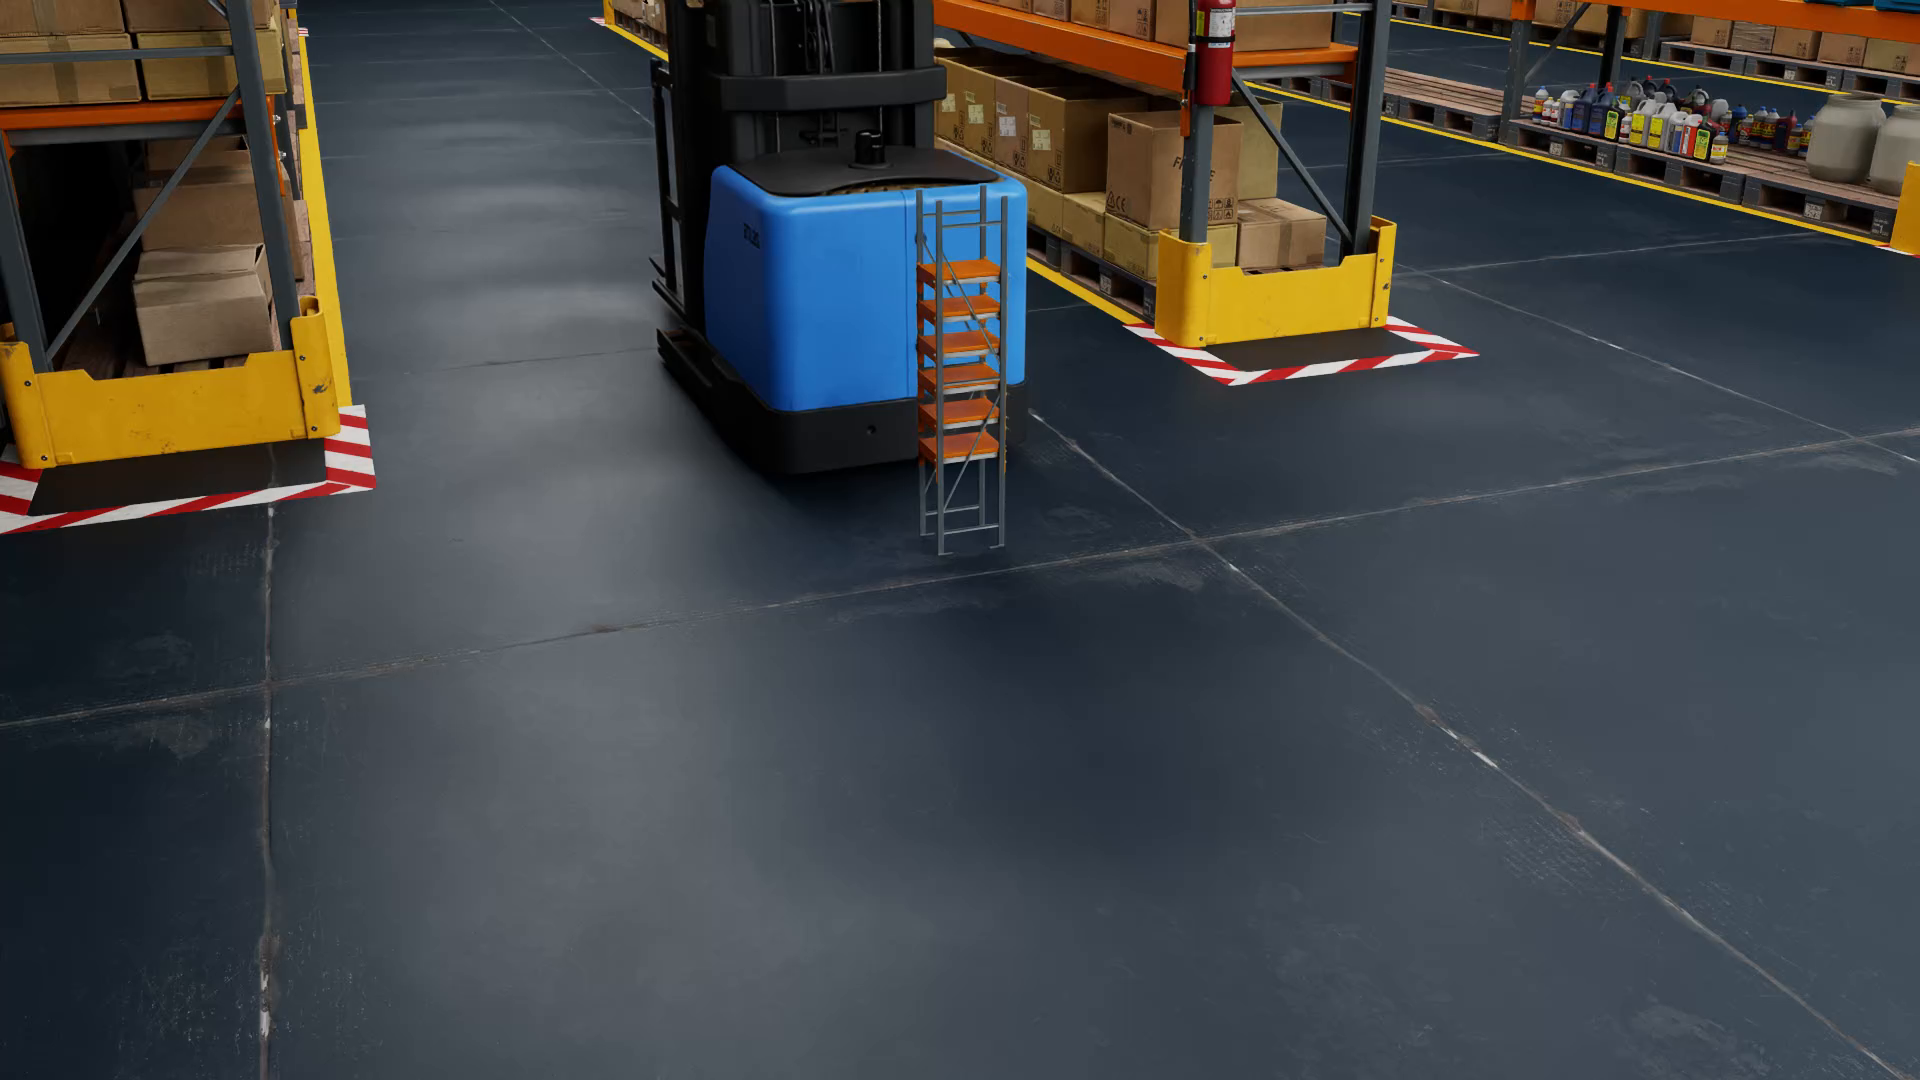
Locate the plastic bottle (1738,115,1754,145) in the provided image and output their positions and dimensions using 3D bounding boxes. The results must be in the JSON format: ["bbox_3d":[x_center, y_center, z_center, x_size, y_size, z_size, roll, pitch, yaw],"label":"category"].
[{"bbox_3d":[5.631,-2.933,11.883,0.097,0.201,0.097,0,23,0],"label":"plastic bottle"}]

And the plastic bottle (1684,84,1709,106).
[{"bbox_3d":[5.437,-3.175,12.266,0.144,0.351,0.185,-8,24,-19],"label":"plastic bottle"}]

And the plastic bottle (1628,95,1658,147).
[{"bbox_3d":[4.872,-2.983,11.811,0.144,0.351,0.185,-9,24,-19],"label":"plastic bottle"}]

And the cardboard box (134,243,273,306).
[{"bbox_3d":[-3.459,-1.197,7.622,0.500,0.311,0.500,-6,24,-15],"label":"cardboard box"}]

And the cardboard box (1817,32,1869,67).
[{"bbox_3d":[8.846,-4.910,16.190,0.700,0.500,0.500,-11,25,-24],"label":"cardboard box"}]

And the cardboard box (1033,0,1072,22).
[{"bbox_3d":[0.834,-3.223,9.405,0.700,0.500,0.500,-8,24,-17],"label":"cardboard box"}]

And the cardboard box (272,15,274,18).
[{"bbox_3d":[-3.169,-2.110,7.061,0.500,0.250,0.500,-9,25,-21],"label":"cardboard box"}]

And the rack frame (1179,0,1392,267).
[{"bbox_3d":[1.536,-2.443,7.684,1.000,3.000,0.127,-8,24,-19],"label":"rack frame"}]

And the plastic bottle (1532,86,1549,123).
[{"bbox_3d":[4.461,-3.344,12.769,0.097,0.271,0.097,0,23,0],"label":"plastic bottle"}]

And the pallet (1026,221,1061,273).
[{"bbox_3d":[0.800,-1.873,9.921,1.003,0.211,1.213,-8,24,-19],"label":"pallet"}]

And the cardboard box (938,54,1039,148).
[{"bbox_3d":[0.178,-2.776,10.509,0.500,0.500,0.500,-8,24,-19],"label":"cardboard box"}]

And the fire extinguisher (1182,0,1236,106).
[{"bbox_3d":[1.143,-2.301,7.446,0.296,0.674,0.183,-8,24,-19],"label":"fire extinguisher"}]

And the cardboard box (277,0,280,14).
[{"bbox_3d":[-4.059,-3.025,9.232,0.500,0.250,0.500,-8,24,-19],"label":"cardboard box"}]

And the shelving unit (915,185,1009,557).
[{"bbox_3d":[0.005,-0.548,5.504,0.258,1.200,0.189,-8,24,-19],"label":"shelving unit"}]

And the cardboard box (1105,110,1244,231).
[{"bbox_3d":[1.068,-1.869,8.356,0.500,0.500,0.500,-8,24,-19],"label":"cardboard box"}]

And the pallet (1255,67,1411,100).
[{"bbox_3d":[3.583,-4.456,16.051,1.003,0.211,1.213,-8,24,-19],"label":"pallet"}]

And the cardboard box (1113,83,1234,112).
[{"bbox_3d":[1.188,-2.302,9.383,0.500,0.500,0.500,-8,24,-19],"label":"cardboard box"}]

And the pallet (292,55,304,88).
[{"bbox_3d":[-6.993,-4.567,16.314,1.003,0.211,1.213,-8,24,-19],"label":"pallet"}]

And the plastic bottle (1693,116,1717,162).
[{"bbox_3d":[5.054,-2.719,11.271,0.061,0.283,0.133,-8,24,-18],"label":"plastic bottle"}]

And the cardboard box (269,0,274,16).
[{"bbox_3d":[-3.150,-2.443,6.887,0.500,0.500,0.500,-8,24,-19],"label":"cardboard box"}]

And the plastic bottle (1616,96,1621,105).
[{"bbox_3d":[4.819,-3.134,12.270,0.097,0.271,0.097,0,23,0],"label":"plastic bottle"}]

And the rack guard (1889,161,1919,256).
[{"bbox_3d":[6.101,-1.991,9.829,1.175,0.500,0.348,-8,24,-19],"label":"rack guard"}]

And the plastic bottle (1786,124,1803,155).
[{"bbox_3d":[5.786,-2.774,11.505,0.097,0.201,0.097,0,23,0],"label":"plastic bottle"}]

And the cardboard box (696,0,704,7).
[{"bbox_3d":[-2.392,-5.270,17.043,0.500,0.500,0.500,-8,24,-18],"label":"cardboard box"}]

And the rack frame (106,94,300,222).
[{"bbox_3d":[-4.510,-3.215,9.517,1.000,3.000,0.127,-8,24,-19],"label":"rack frame"}]

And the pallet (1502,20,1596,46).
[{"bbox_3d":[7.344,-6.162,20.098,1.003,0.211,1.213,-8,24,-19],"label":"pallet"}]

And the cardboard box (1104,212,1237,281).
[{"bbox_3d":[1.070,-1.524,8.503,0.500,0.250,0.500,-8,24,-19],"label":"cardboard box"}]

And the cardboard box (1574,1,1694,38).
[{"bbox_3d":[7.755,-6.176,18.735,1.225,0.875,0.875,-10,25,-21],"label":"cardboard box"}]

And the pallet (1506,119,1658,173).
[{"bbox_3d":[4.957,-3.040,12.691,1.003,0.211,1.213,-8,24,-19],"label":"pallet"}]

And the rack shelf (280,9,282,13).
[{"bbox_3d":[-5.216,-3.611,11.381,1.077,0.370,4.000,-8,24,-19],"label":"rack shelf"}]

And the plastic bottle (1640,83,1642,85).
[{"bbox_3d":[5.237,-3.396,12.876,0.061,0.283,0.133,-7,24,-16],"label":"plastic bottle"}]

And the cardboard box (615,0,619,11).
[{"bbox_3d":[-4.201,-6.864,21.254,0.380,0.166,0.250,-8,24,-19],"label":"cardboard box"}]

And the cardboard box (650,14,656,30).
[{"bbox_3d":[-3.358,-5.988,19.200,0.380,0.149,0.250,-8,24,-19],"label":"cardboard box"}]

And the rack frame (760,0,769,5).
[{"bbox_3d":[-1.290,-5.350,14.581,1.000,3.000,0.127,-8,24,-19],"label":"rack frame"}]

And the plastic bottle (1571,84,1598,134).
[{"bbox_3d":[4.655,-3.206,12.340,0.144,0.351,0.185,-8,24,-18],"label":"plastic bottle"}]

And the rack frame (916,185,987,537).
[{"bbox_3d":[-0.027,-0.581,5.583,0.240,1.200,0.006,-8,24,-19],"label":"rack frame"}]

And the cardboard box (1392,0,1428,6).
[{"bbox_3d":[6.407,-7.626,22.177,0.875,0.875,0.875,-8,24,-19],"label":"cardboard box"}]

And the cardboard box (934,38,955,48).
[{"bbox_3d":[-0.334,-3.824,13.238,0.500,0.311,0.500,-8,24,-18],"label":"cardboard box"}]

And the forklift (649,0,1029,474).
[{"bbox_3d":[-0.749,-2.136,7.044,1.130,2.935,3.031,-9,24,-20],"label":"forklift"}]

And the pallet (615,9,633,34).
[{"bbox_3d":[-3.807,-6.654,21.267,1.003,0.211,1.213,-8,24,-19],"label":"pallet"}]

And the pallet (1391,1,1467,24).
[{"bbox_3d":[6.370,-7.163,22.473,1.003,0.211,1.213,-8,24,-19],"label":"pallet"}]

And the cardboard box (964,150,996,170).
[{"bbox_3d":[0.347,-2.248,10.221,0.500,0.250,0.500,-8,24,-19],"label":"cardboard box"}]

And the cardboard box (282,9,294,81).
[{"bbox_3d":[-6.364,-4.476,14.735,0.750,0.750,0.750,-8,24,-19],"label":"cardboard box"}]

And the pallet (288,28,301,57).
[{"bbox_3d":[-7.966,-5.568,18.689,1.003,0.211,1.213,-8,24,-19],"label":"pallet"}]

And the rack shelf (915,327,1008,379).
[{"bbox_3d":[0.005,-0.617,5.475,0.258,0.103,0.180,-8,24,-19],"label":"rack shelf"}]

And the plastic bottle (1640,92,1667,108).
[{"bbox_3d":[5.194,-3.229,12.489,0.152,0.276,0.135,-8,24,-19],"label":"plastic bottle"}]
